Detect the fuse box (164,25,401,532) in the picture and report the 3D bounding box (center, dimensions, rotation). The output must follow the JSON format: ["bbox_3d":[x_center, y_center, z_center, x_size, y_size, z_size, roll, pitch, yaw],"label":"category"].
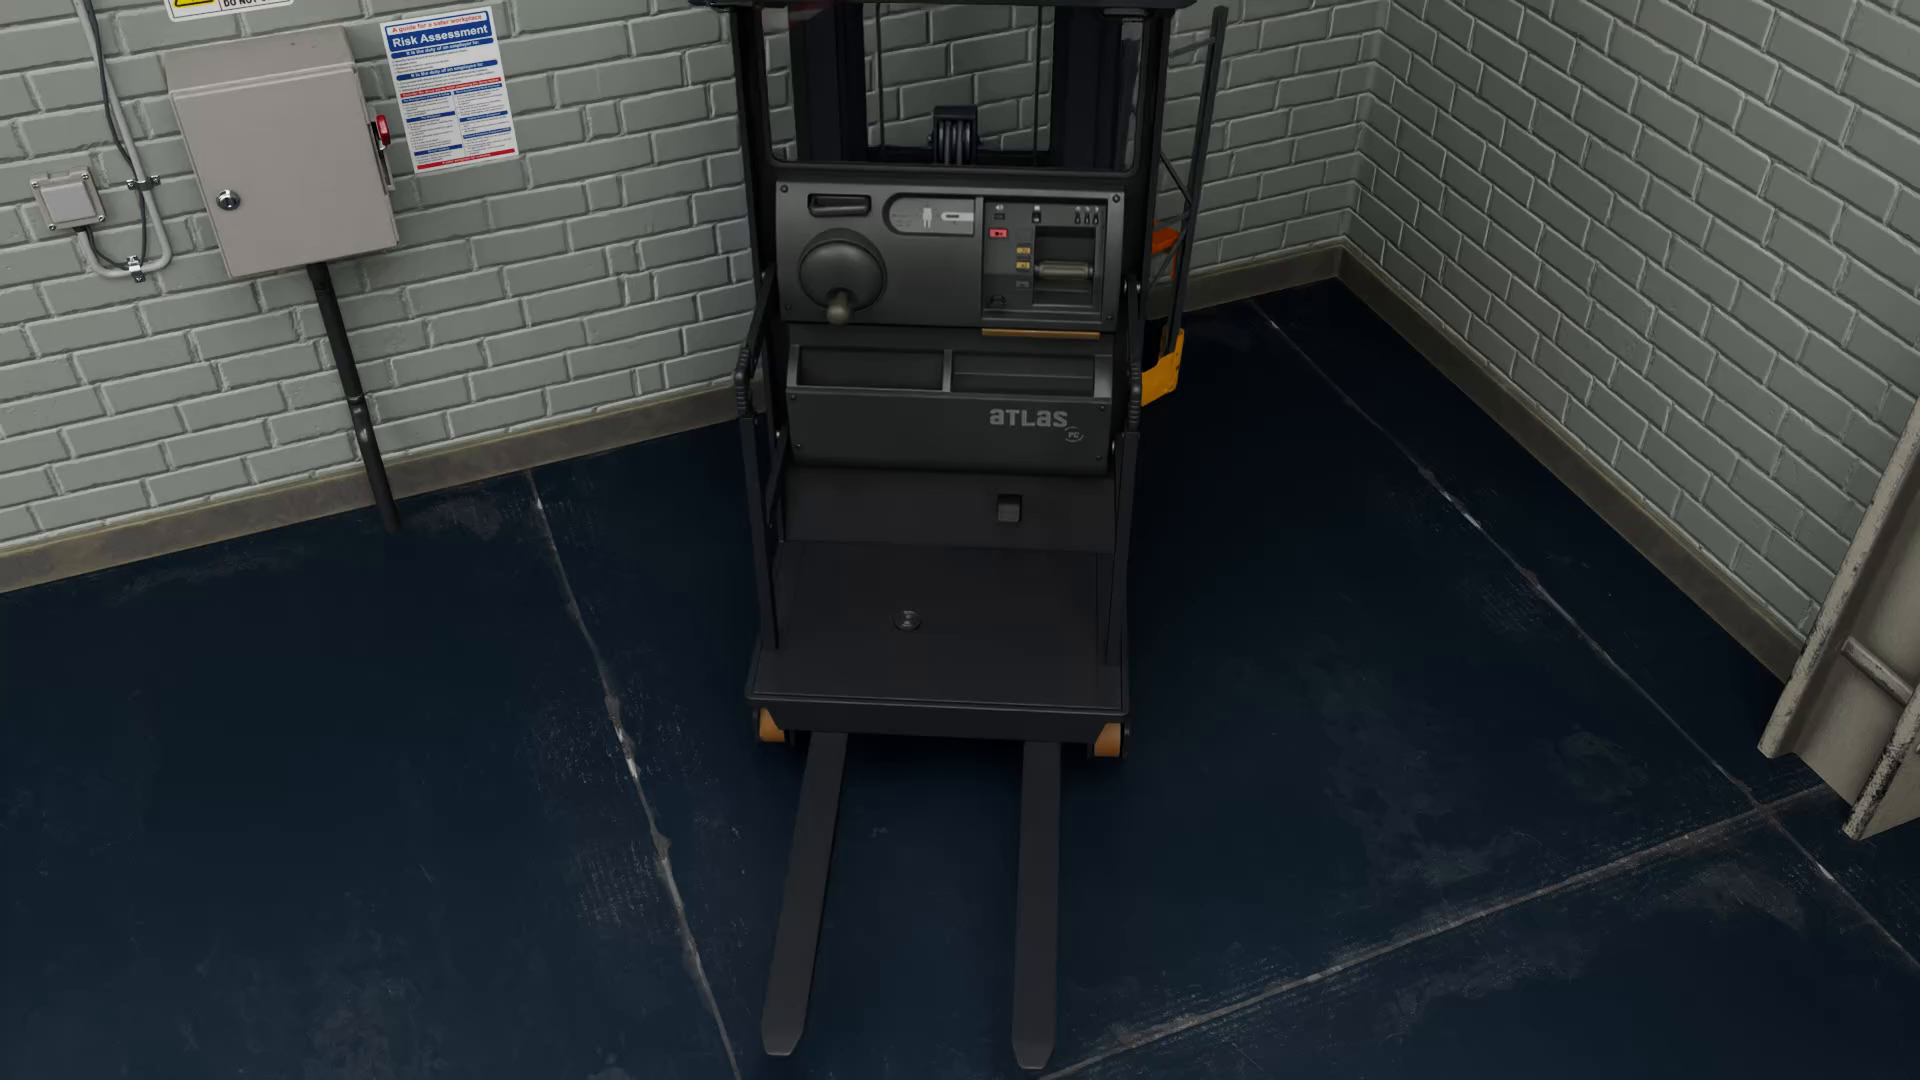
[{"bbox_3d":[-1.945,-0.683,5.232,0.539,1.711,0.414,-15,43,-17],"label":"fuse box"}]

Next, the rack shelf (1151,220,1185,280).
[{"bbox_3d":[0.296,-1.170,6.205,0.538,0.185,1.000,-29,49,-35],"label":"rack shelf"}]

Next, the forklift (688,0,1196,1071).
[{"bbox_3d":[-0.040,-0.684,4.297,1.130,2.935,3.031,2,41,3],"label":"forklift"}]

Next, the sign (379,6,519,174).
[{"bbox_3d":[-1.568,-1.384,5.131,0.329,0.494,0.001,-15,43,-17],"label":"sign"}]

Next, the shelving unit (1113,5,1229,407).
[{"bbox_3d":[0.299,-1.316,6.100,0.587,1.500,1.083,-29,49,-35],"label":"shelving unit"}]

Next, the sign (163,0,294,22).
[{"bbox_3d":[-2.075,-1.596,4.672,0.339,0.242,0.001,-15,43,-17],"label":"sign"}]

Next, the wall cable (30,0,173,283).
[{"bbox_3d":[-2.636,-1.481,4.393,0.588,1.984,0.122,-15,43,-17],"label":"wall cable"}]

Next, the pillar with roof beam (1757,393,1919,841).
[{"bbox_3d":[-1.354,-1.635,0.749,9.100,9.000,0.400,-15,43,-17],"label":"pillar with roof beam"}]

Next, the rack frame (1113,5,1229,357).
[{"bbox_3d":[0.662,-1.075,5.821,0.500,1.500,0.032,-29,49,-35],"label":"rack frame"}]

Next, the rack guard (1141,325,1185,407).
[{"bbox_3d":[0.616,-0.591,6.214,0.587,0.250,0.087,-29,49,-35],"label":"rack guard"}]
